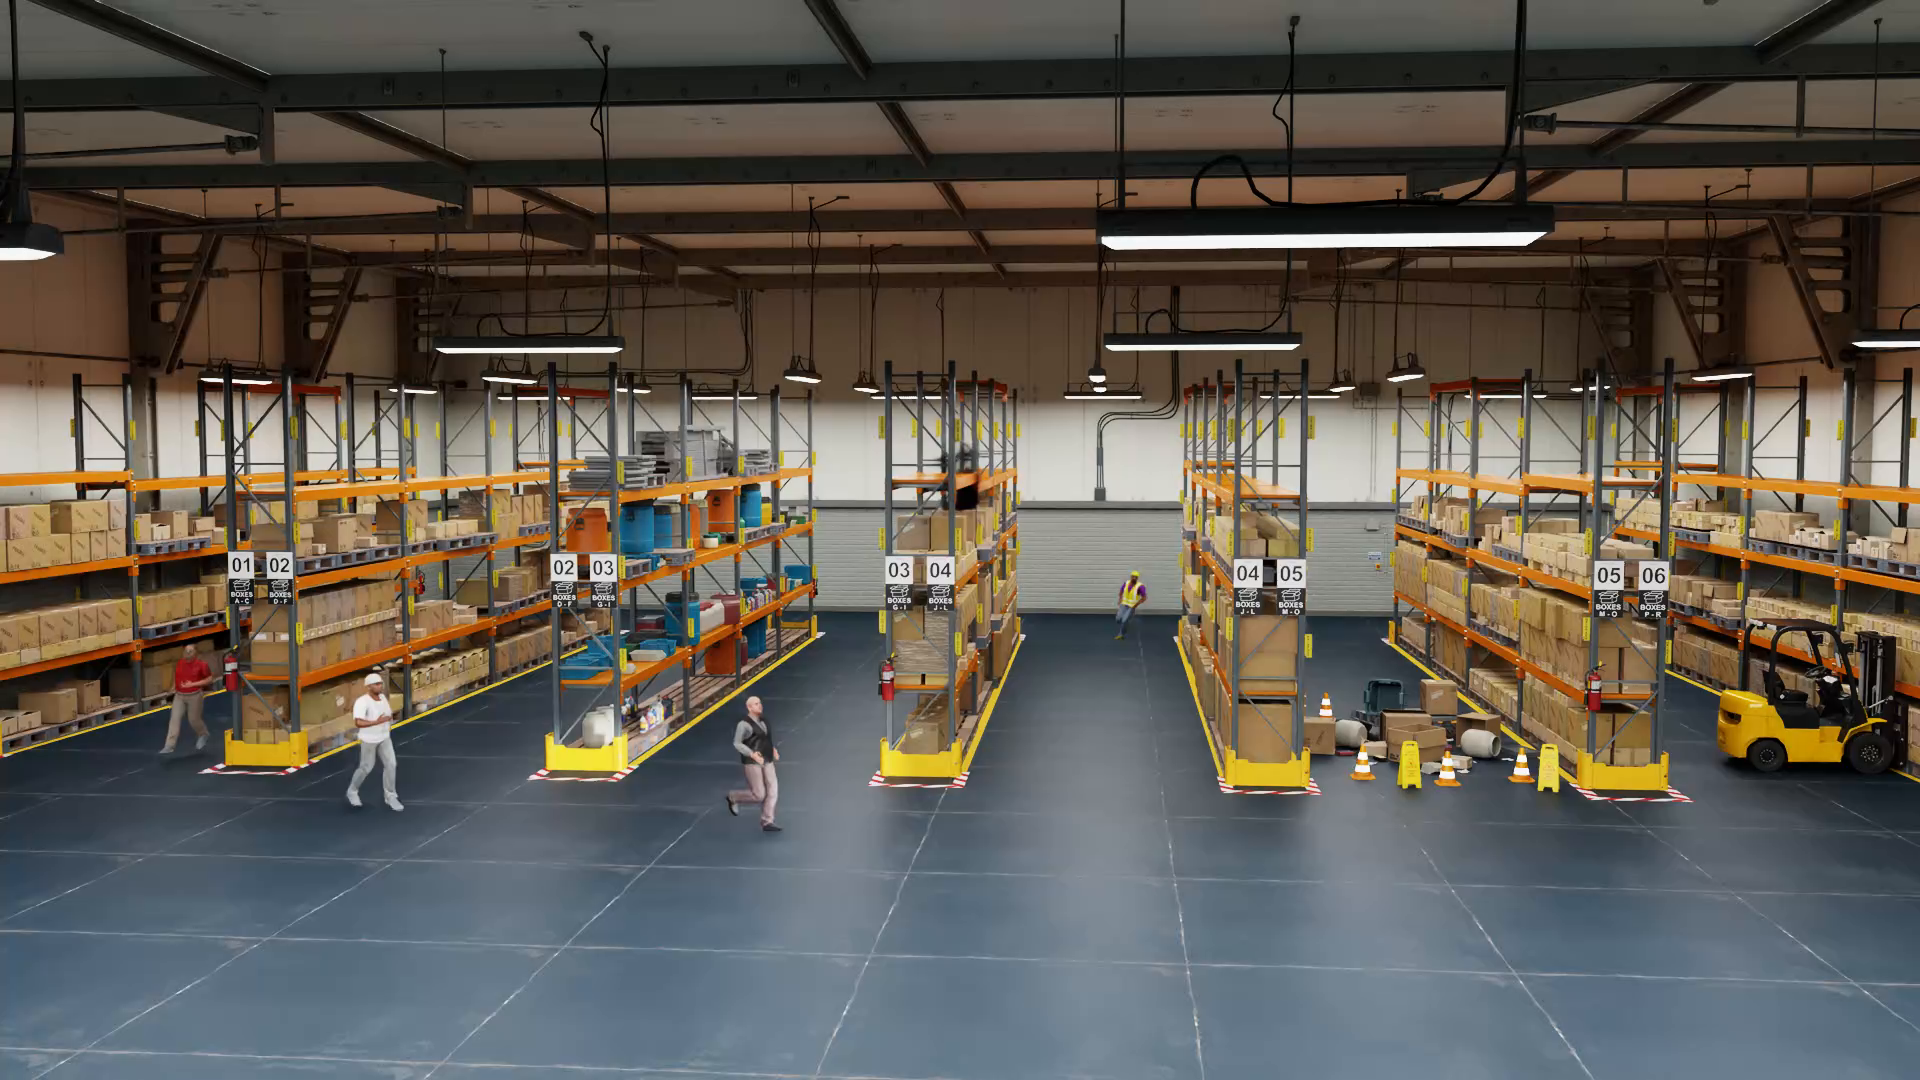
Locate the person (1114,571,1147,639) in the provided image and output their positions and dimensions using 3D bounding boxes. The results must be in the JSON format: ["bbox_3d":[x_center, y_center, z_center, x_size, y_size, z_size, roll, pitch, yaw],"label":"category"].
[{"bbox_3d":[4.104,1.558,39.841,0.724,1.657,0.561,3,5,39],"label":"person"}]

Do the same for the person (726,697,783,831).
[{"bbox_3d":[-2.541,2.805,20.856,0.814,1.687,0.676,3,5,34],"label":"person"}]

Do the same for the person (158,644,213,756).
[{"bbox_3d":[-11.830,2.441,25.565,0.690,1.708,1.079,0,4,3],"label":"person"}]

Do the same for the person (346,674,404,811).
[{"bbox_3d":[-7.752,2.662,21.939,0.834,1.819,0.718,2,4,25],"label":"person"}]
